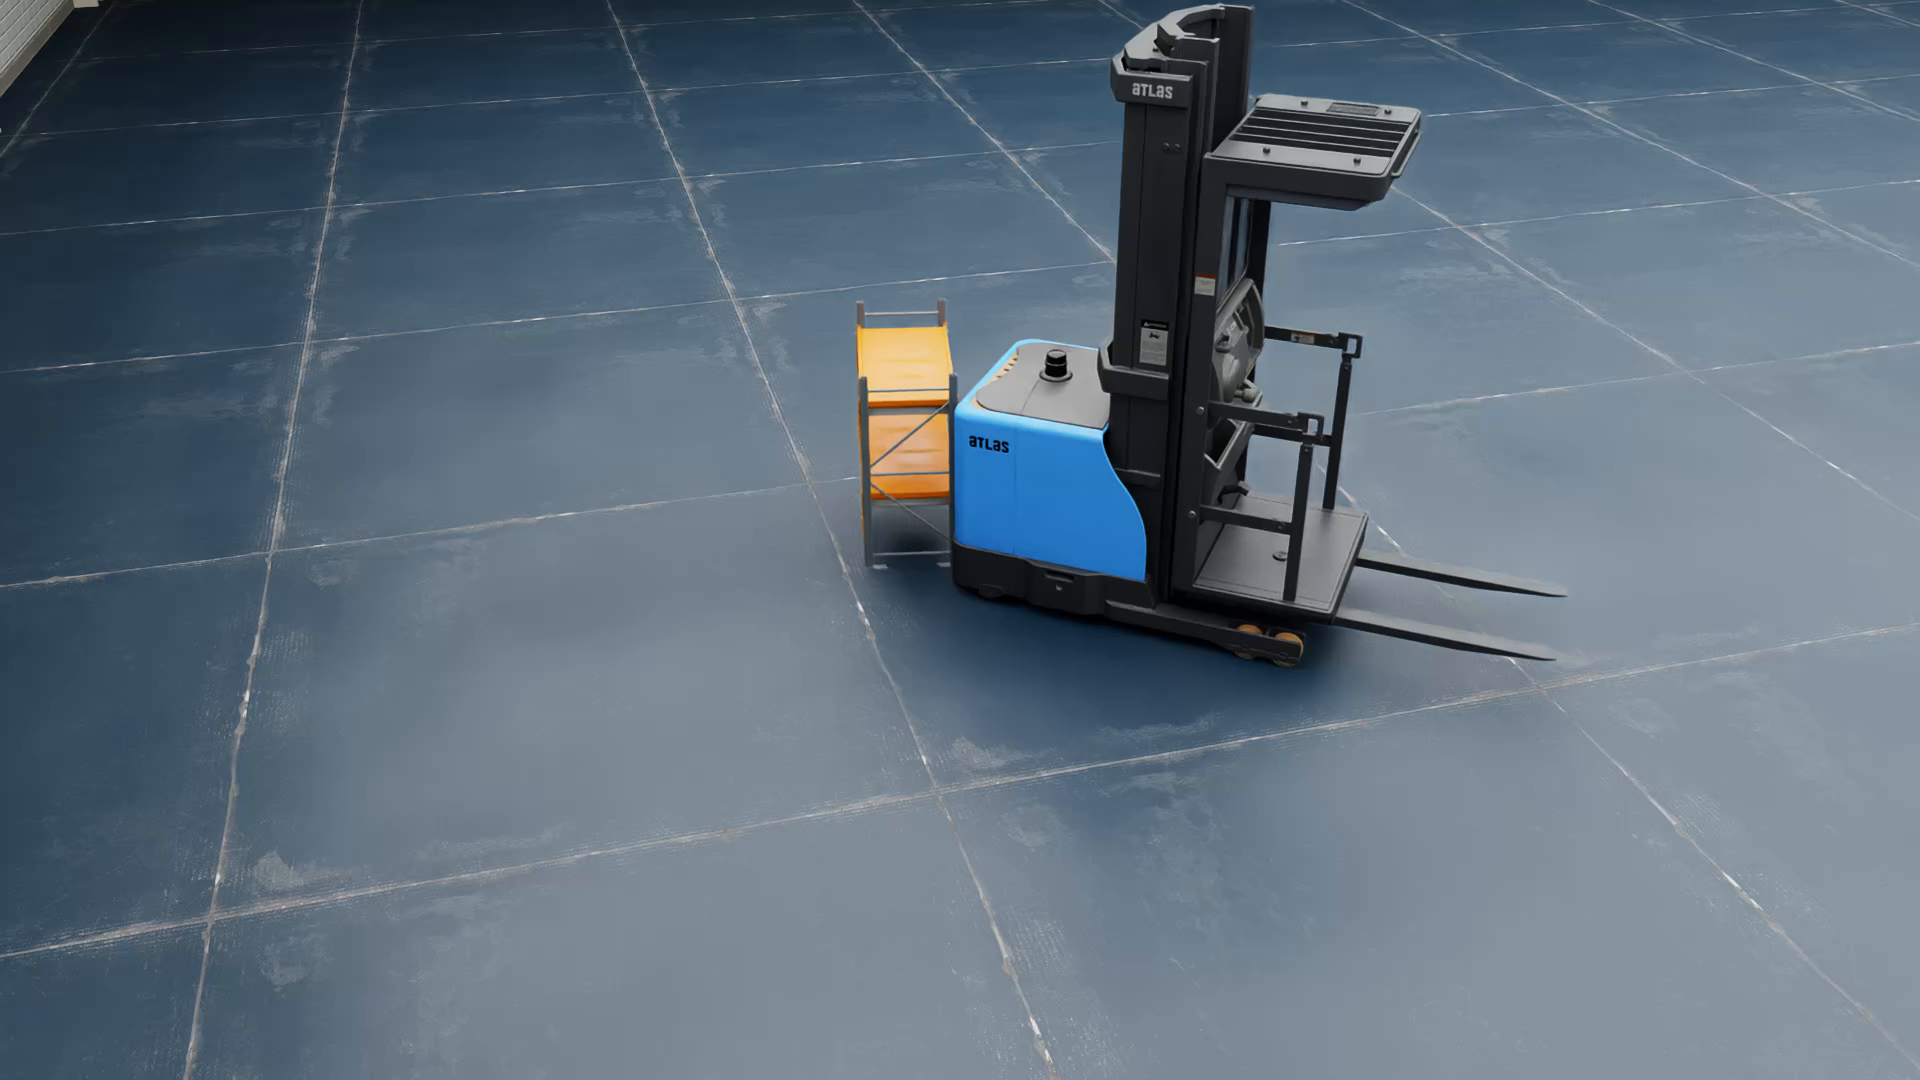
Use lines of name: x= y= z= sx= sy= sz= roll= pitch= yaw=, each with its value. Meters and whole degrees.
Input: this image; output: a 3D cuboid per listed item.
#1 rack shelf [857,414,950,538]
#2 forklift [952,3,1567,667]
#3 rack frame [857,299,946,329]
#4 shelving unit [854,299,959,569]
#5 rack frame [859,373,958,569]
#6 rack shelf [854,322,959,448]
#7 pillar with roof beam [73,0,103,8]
rack shelf: x=-0.296 y=-0.388 z=9.286 sx=0.538 sy=0.278 sz=1.000 roll=-2 pitch=30 yaw=-3
forklift: x=1.527 y=-0.948 z=7.961 sx=3.031 sy=2.935 sz=1.130 roll=11 pitch=32 yaw=19
rack frame: x=-0.329 y=-0.854 z=9.603 sx=0.500 sy=1.125 sz=0.032 roll=-2 pitch=30 yaw=-3
shelving unit: x=-0.296 y=-0.600 z=9.164 sx=0.538 sy=1.125 sz=1.048 roll=-2 pitch=30 yaw=-3
rack frame: x=-0.262 y=-0.346 z=8.725 sx=0.500 sy=1.125 sz=0.032 roll=-2 pitch=30 yaw=-3
rack shelf: x=-0.296 y=-0.853 z=9.017 sx=0.538 sy=0.278 sz=1.000 roll=-2 pitch=30 yaw=-3
pillar with roof beam: x=-6.811 y=-11.205 z=19.626 sx=9.100 sy=9.000 sz=0.400 roll=-8 pitch=31 yaw=-13
